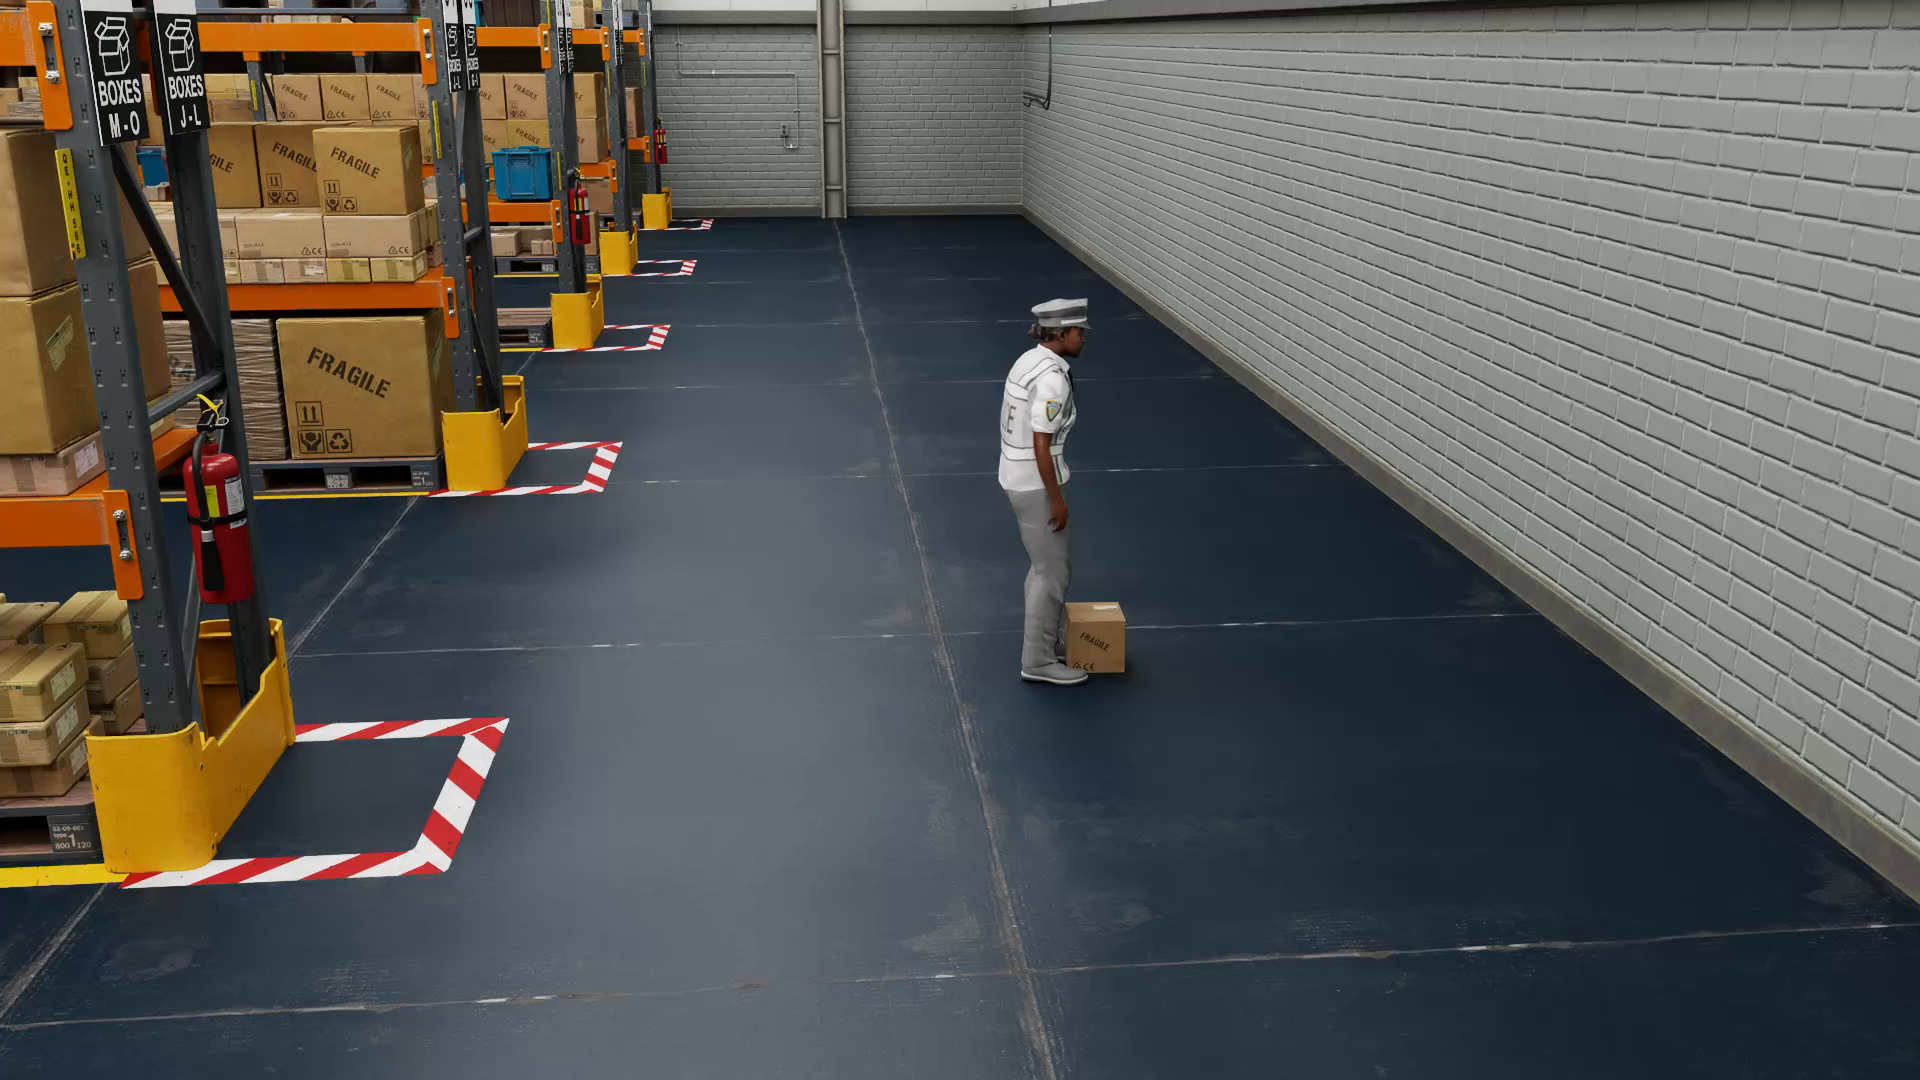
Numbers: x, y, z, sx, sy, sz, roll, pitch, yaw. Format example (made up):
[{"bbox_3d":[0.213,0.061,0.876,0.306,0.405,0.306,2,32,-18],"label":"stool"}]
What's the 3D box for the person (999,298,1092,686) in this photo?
[{"bbox_3d":[0.383,-0.223,7.277,0.417,1.659,0.505,-2,17,-5],"label":"person"}]
